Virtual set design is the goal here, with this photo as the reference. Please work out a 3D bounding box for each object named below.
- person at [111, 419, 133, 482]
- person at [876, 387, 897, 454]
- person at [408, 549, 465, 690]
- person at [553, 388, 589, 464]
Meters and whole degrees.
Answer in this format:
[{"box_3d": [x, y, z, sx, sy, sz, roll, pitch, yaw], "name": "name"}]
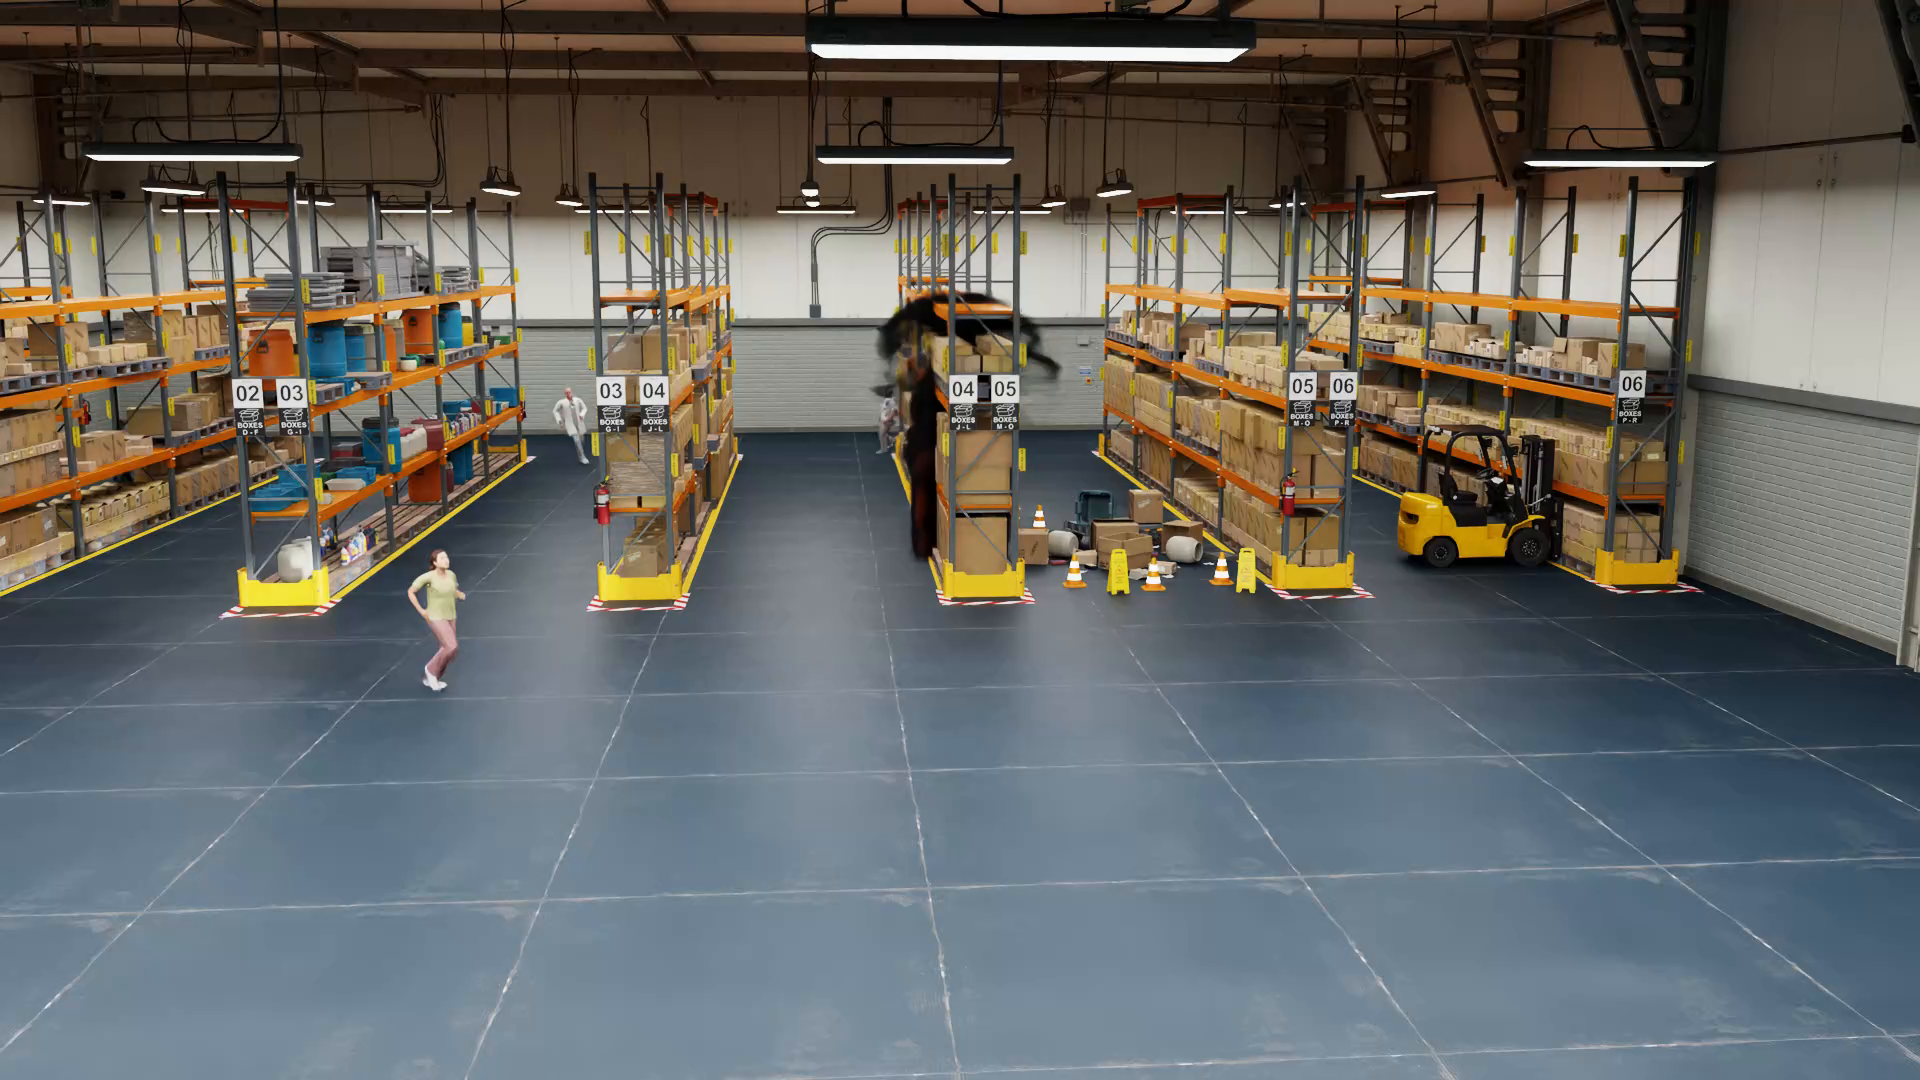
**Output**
[{"box_3d": [-16.785, -1.615, 33.264, 0.534, 1.601, 0.830, -2, 10, -9], "name": "person"}, {"box_3d": [-1.722, -2.929, 40.587, 0.569, 1.640, 0.656, -7, 12, -33], "name": "person"}, {"box_3d": [-5.871, 0.903, 18.848, 0.610, 1.629, 0.578, 6, 12, 29], "name": "person"}, {"box_3d": [-9.035, -2.673, 38.707, 0.773, 1.744, 0.961, -5, 11, -28], "name": "person"}]
